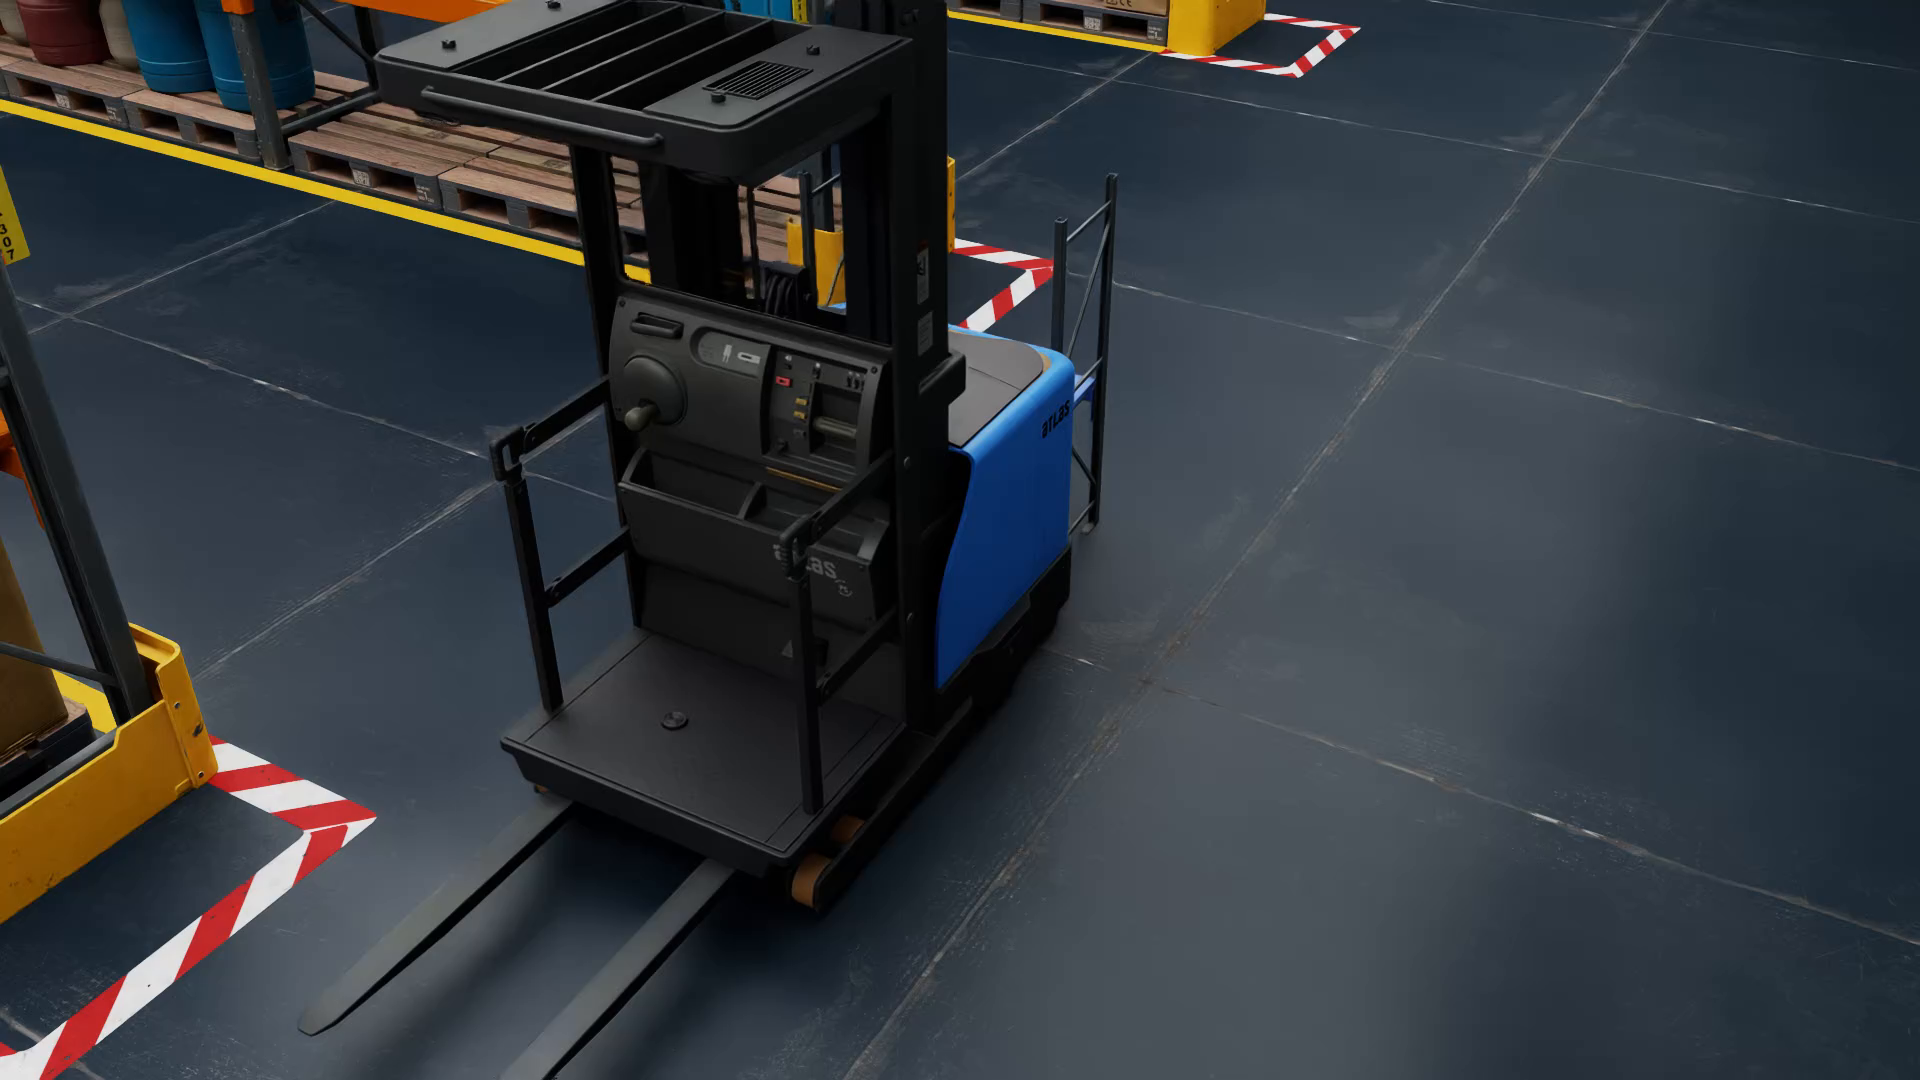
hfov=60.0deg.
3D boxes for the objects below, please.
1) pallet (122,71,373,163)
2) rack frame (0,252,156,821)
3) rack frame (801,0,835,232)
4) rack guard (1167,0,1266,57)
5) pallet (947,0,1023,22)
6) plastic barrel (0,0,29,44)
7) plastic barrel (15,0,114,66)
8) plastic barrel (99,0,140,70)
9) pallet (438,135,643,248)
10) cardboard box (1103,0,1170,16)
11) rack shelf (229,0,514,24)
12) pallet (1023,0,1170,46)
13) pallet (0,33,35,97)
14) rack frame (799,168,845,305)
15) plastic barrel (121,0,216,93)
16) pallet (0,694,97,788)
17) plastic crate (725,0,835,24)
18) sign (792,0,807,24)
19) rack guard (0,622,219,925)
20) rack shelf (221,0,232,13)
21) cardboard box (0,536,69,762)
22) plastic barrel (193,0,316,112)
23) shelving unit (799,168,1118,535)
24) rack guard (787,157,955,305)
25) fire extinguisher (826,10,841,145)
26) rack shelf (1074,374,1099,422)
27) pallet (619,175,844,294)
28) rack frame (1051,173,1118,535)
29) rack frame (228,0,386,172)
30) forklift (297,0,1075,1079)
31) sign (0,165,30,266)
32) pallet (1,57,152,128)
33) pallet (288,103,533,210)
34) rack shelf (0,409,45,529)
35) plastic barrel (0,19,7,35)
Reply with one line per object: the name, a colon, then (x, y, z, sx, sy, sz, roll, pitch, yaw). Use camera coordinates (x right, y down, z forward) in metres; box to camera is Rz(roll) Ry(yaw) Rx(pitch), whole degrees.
pallet: (-4.593, -2.811, 10.781, 1.213, 0.211, 1.003, 18, 37, 24)
rack frame: (-2.928, -0.256, 4.428, 0.127, 3.000, 1.000, 18, 37, 24)
rack frame: (-0.471, -2.639, 8.007, 0.127, 3.000, 1.000, 18, 37, 24)
rack guard: (1.924, -4.002, 12.309, 0.348, 0.500, 1.175, 18, 37, 24)
pallet: (0.176, -4.437, 13.223, 1.213, 0.211, 1.003, 18, 37, 24)
plastic barrel: (-6.449, -3.740, 11.526, 0.421, 0.512, 0.421, 0, 34, 0)
plastic barrel: (-6.003, -3.573, 11.207, 0.708, 0.588, 0.600, 18, 37, 24)
plastic barrel: (-5.468, -3.429, 11.059, 0.421, 0.512, 0.421, 0, 34, 0)
pallet: (-2.223, -2.060, 9.653, 1.213, 0.211, 1.003, 18, 37, 24)
cardboard box: (1.396, -4.196, 12.202, 0.500, 0.500, 0.500, 18, 37, 24)
rack shelf: (-2.207, -2.890, 9.032, 4.000, 0.370, 1.077, 18, 37, 24)
pallet: (1.231, -4.101, 12.718, 1.213, 0.211, 1.003, 18, 37, 24)
pallet: (-6.711, -3.482, 11.788, 1.213, 0.211, 1.003, 18, 37, 24)
rack frame: (-0.460, -0.836, 6.652, 0.032, 1.500, 0.500, 16, 37, 22)
plastic barrel: (-5.022, -3.393, 10.654, 0.708, 0.901, 0.600, 18, 37, 24)
pallet: (-3.662, 0.723, 5.474, 1.213, 0.211, 1.003, 18, 37, 24)
plastic crate: (-0.854, -2.681, 7.984, 0.499, 0.435, 0.616, 18, 37, 24)
sign: (-0.730, -2.438, 7.558, 0.005, 0.325, 0.100, 18, 37, 24)
rack guard: (-2.908, 0.791, 5.111, 0.348, 0.500, 1.175, 18, 37, 24)
rack shelf: (-5.680, -3.990, 10.684, 4.000, 0.370, 1.077, 18, 37, 24)
cardboard box: (-3.524, 0.316, 5.107, 0.875, 0.875, 0.875, 18, 37, 24)
plastic barrel: (-4.408, -3.198, 10.361, 0.708, 0.901, 0.600, 18, 37, 24)
shelving unit: (-0.006, -0.710, 6.463, 1.048, 1.500, 0.538, 16, 37, 22)
rack guard: (-0.444, -1.598, 8.699, 0.348, 0.500, 1.175, 18, 37, 24)
fire extinguisher: (-0.565, -2.192, 7.741, 0.183, 0.674, 0.296, 18, 37, 24)
rack shelf: (-0.006, -0.560, 6.562, 1.000, 0.185, 0.538, 16, 37, 22)
pallet: (-1.168, -1.724, 9.149, 1.213, 0.211, 1.003, 18, 37, 24)
rack frame: (0.449, -0.584, 6.273, 0.032, 1.500, 0.500, 16, 37, 22)
rack frame: (-3.944, -3.739, 9.659, 0.127, 3.000, 1.000, 18, 37, 24)
forklift: (-0.737, -0.388, 4.688, 1.130, 2.935, 3.031, 17, 37, 24)
sign: (-2.648, -0.914, 4.564, 0.005, 0.325, 0.100, 18, 37, 24)
pallet: (-5.656, -3.146, 11.284, 1.213, 0.211, 1.003, 18, 37, 24)
pallet: (-3.286, -2.395, 10.156, 1.213, 0.211, 1.003, 18, 37, 24)
rack shelf: (-4.665, -0.506, 5.453, 4.000, 0.370, 1.077, 18, 37, 24)
plastic barrel: (-6.983, -3.984, 11.606, 0.708, 0.830, 0.600, 18, 37, 24)
